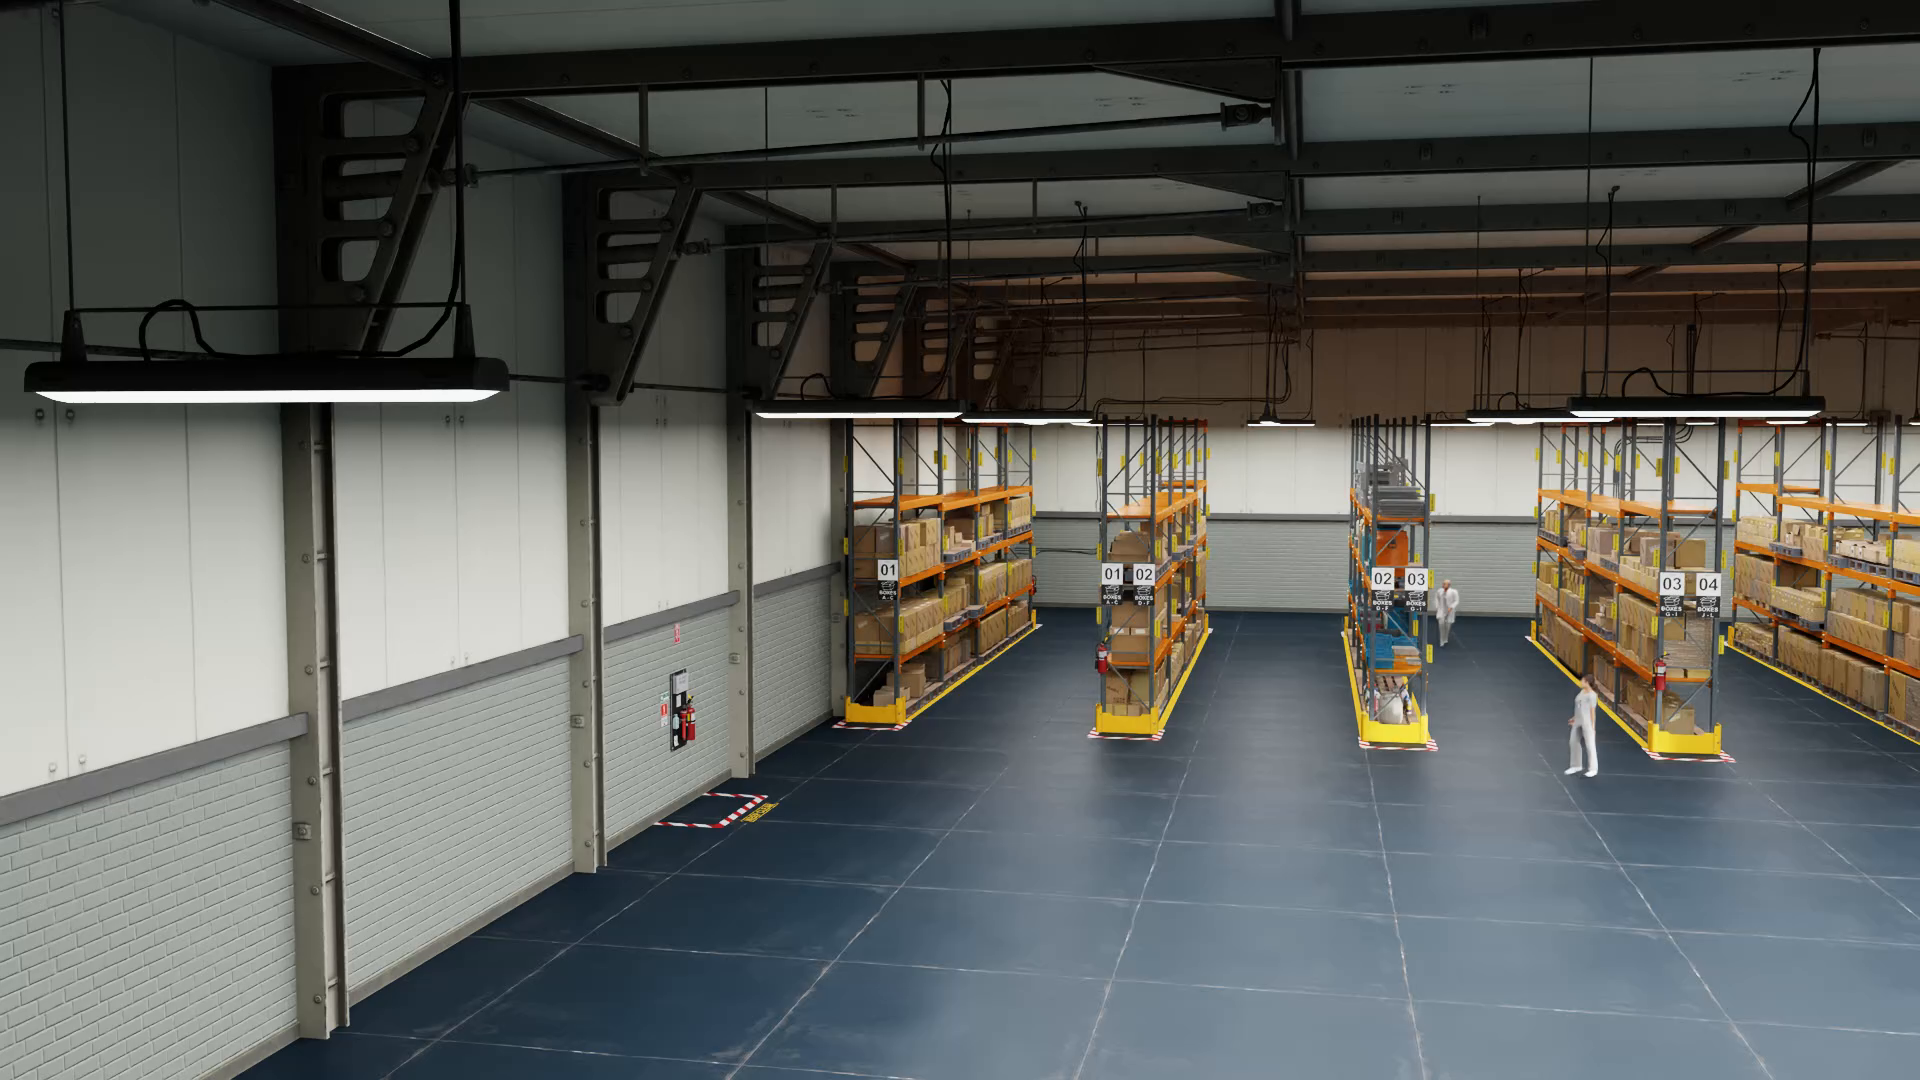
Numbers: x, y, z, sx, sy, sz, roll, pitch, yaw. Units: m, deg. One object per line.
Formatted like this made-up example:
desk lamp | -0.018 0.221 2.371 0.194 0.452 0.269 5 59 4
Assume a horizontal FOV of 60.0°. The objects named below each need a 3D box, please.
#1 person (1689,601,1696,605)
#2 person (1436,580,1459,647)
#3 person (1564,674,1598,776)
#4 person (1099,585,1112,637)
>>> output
person | 20.297 1.806 46.319 0.442 1.628 1.011 2 4 22
person | 12.931 1.956 44.149 0.559 1.814 0.935 1 4 13
person | 10.302 3.064 27.504 0.391 1.691 0.593 -1 4 -21
person | 4.126 1.782 46.099 0.407 1.793 0.651 3 5 40
